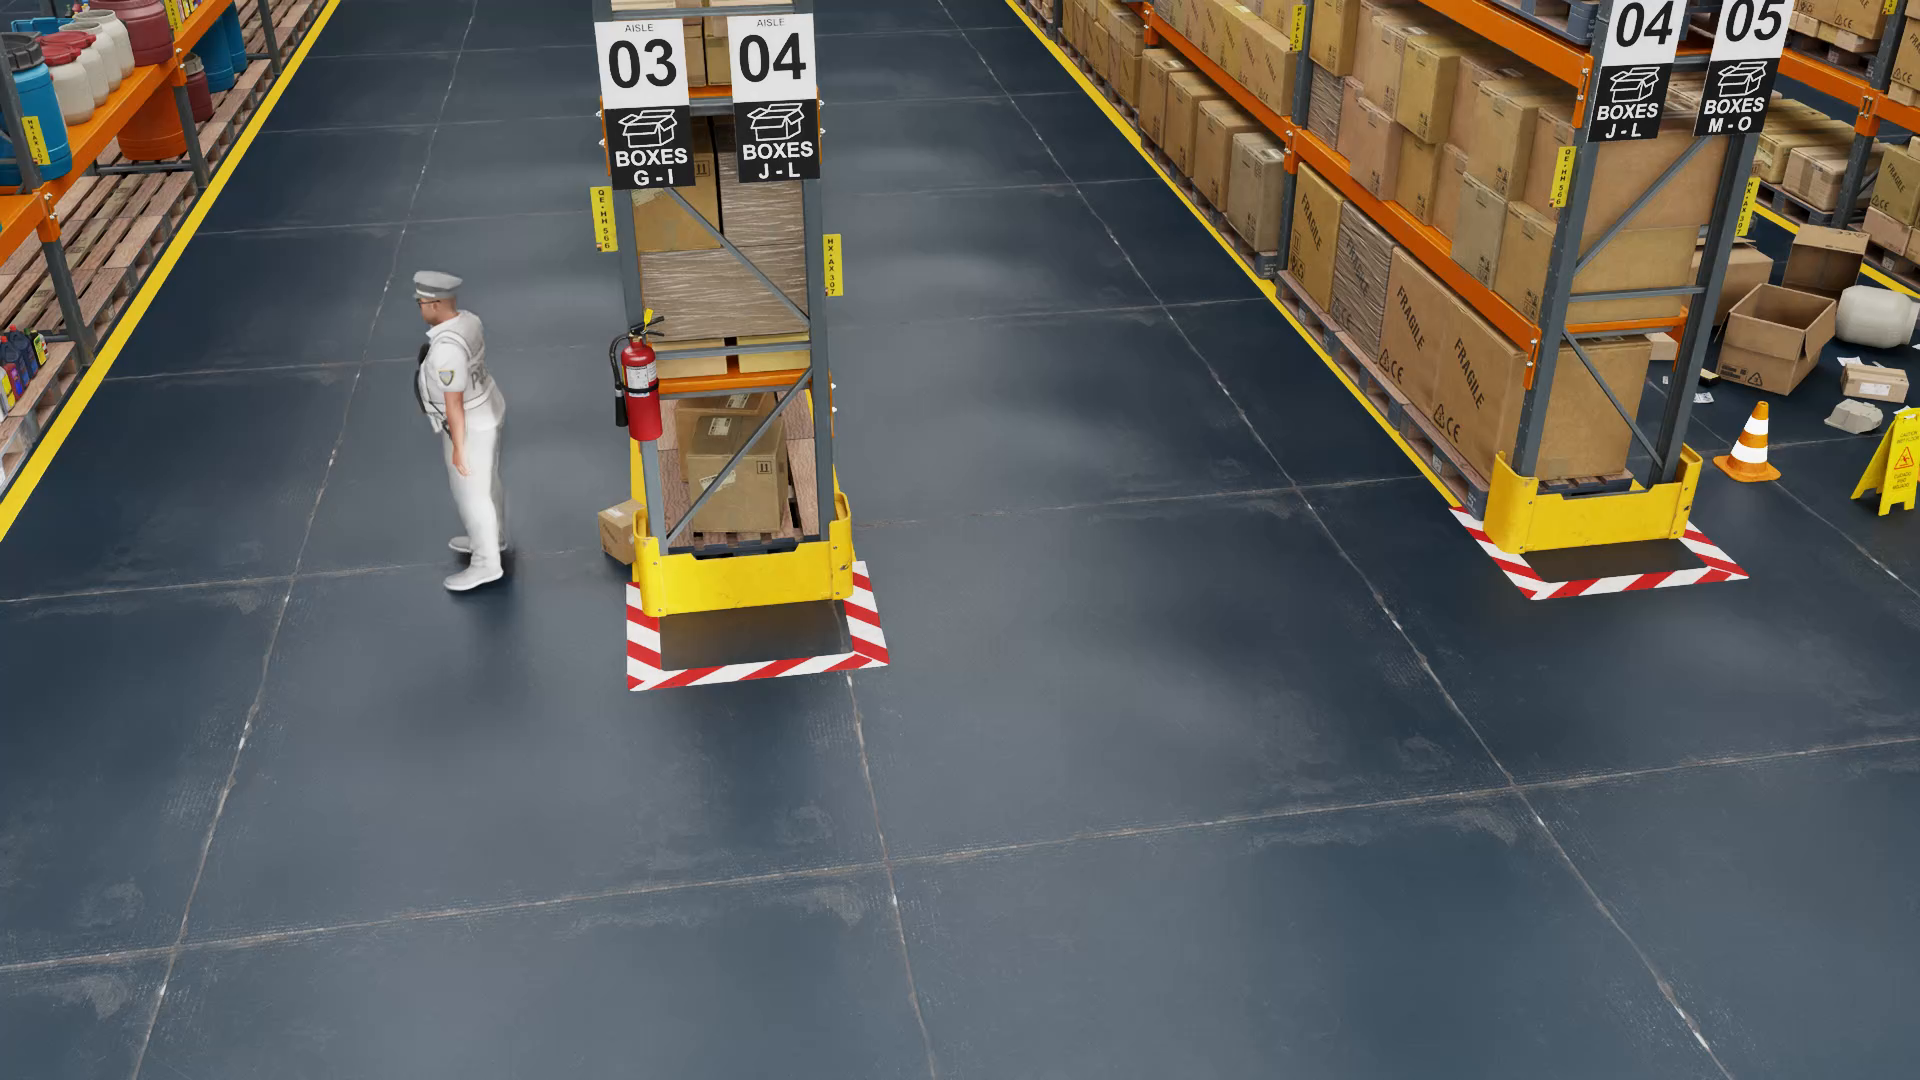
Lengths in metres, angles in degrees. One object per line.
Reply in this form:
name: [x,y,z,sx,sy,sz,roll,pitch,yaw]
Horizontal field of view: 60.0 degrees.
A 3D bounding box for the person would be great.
person: [-2.738,-0.643,9.174,0.461,1.760,0.684,0,30,0]
